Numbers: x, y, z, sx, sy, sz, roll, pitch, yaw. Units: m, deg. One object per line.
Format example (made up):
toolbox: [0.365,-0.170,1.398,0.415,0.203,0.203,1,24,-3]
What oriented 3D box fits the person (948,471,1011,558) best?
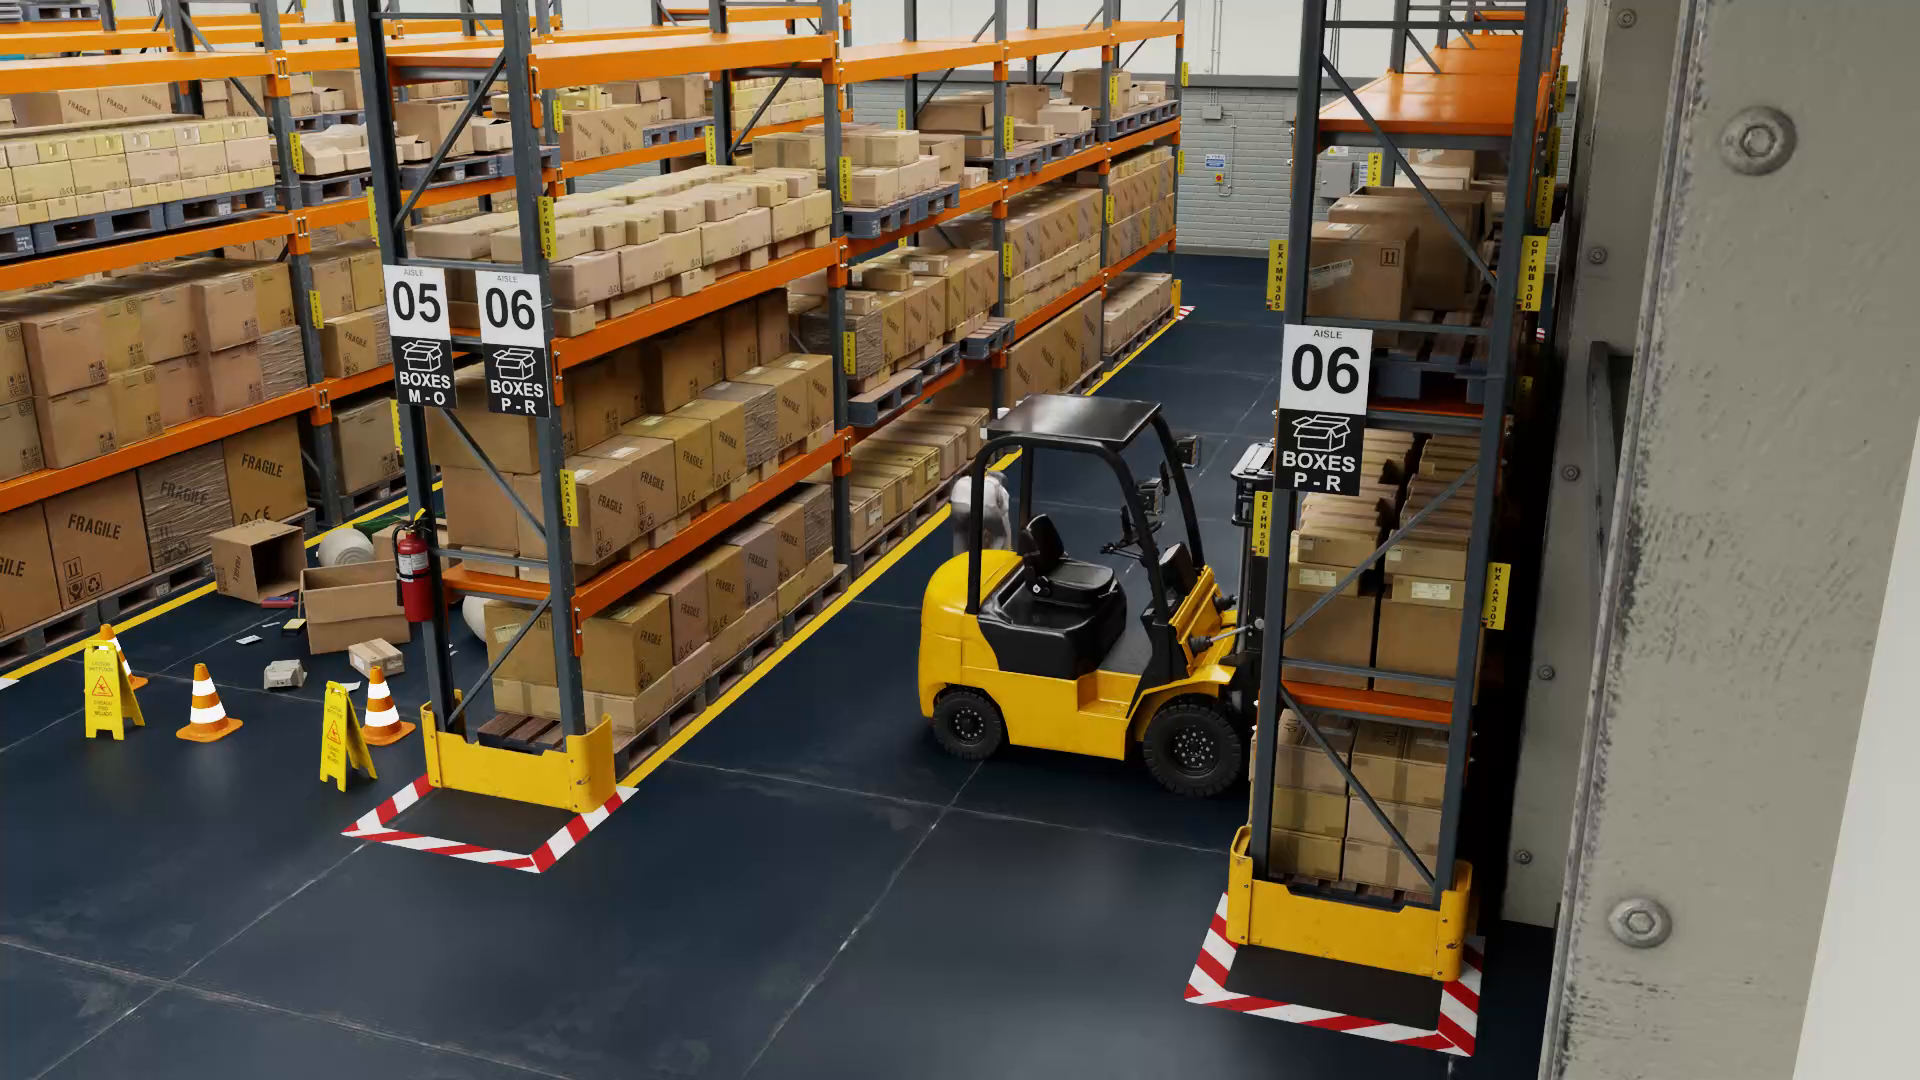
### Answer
person: [0.179,-0.115,13.498,0.448,0.960,0.896,5,19,15]
